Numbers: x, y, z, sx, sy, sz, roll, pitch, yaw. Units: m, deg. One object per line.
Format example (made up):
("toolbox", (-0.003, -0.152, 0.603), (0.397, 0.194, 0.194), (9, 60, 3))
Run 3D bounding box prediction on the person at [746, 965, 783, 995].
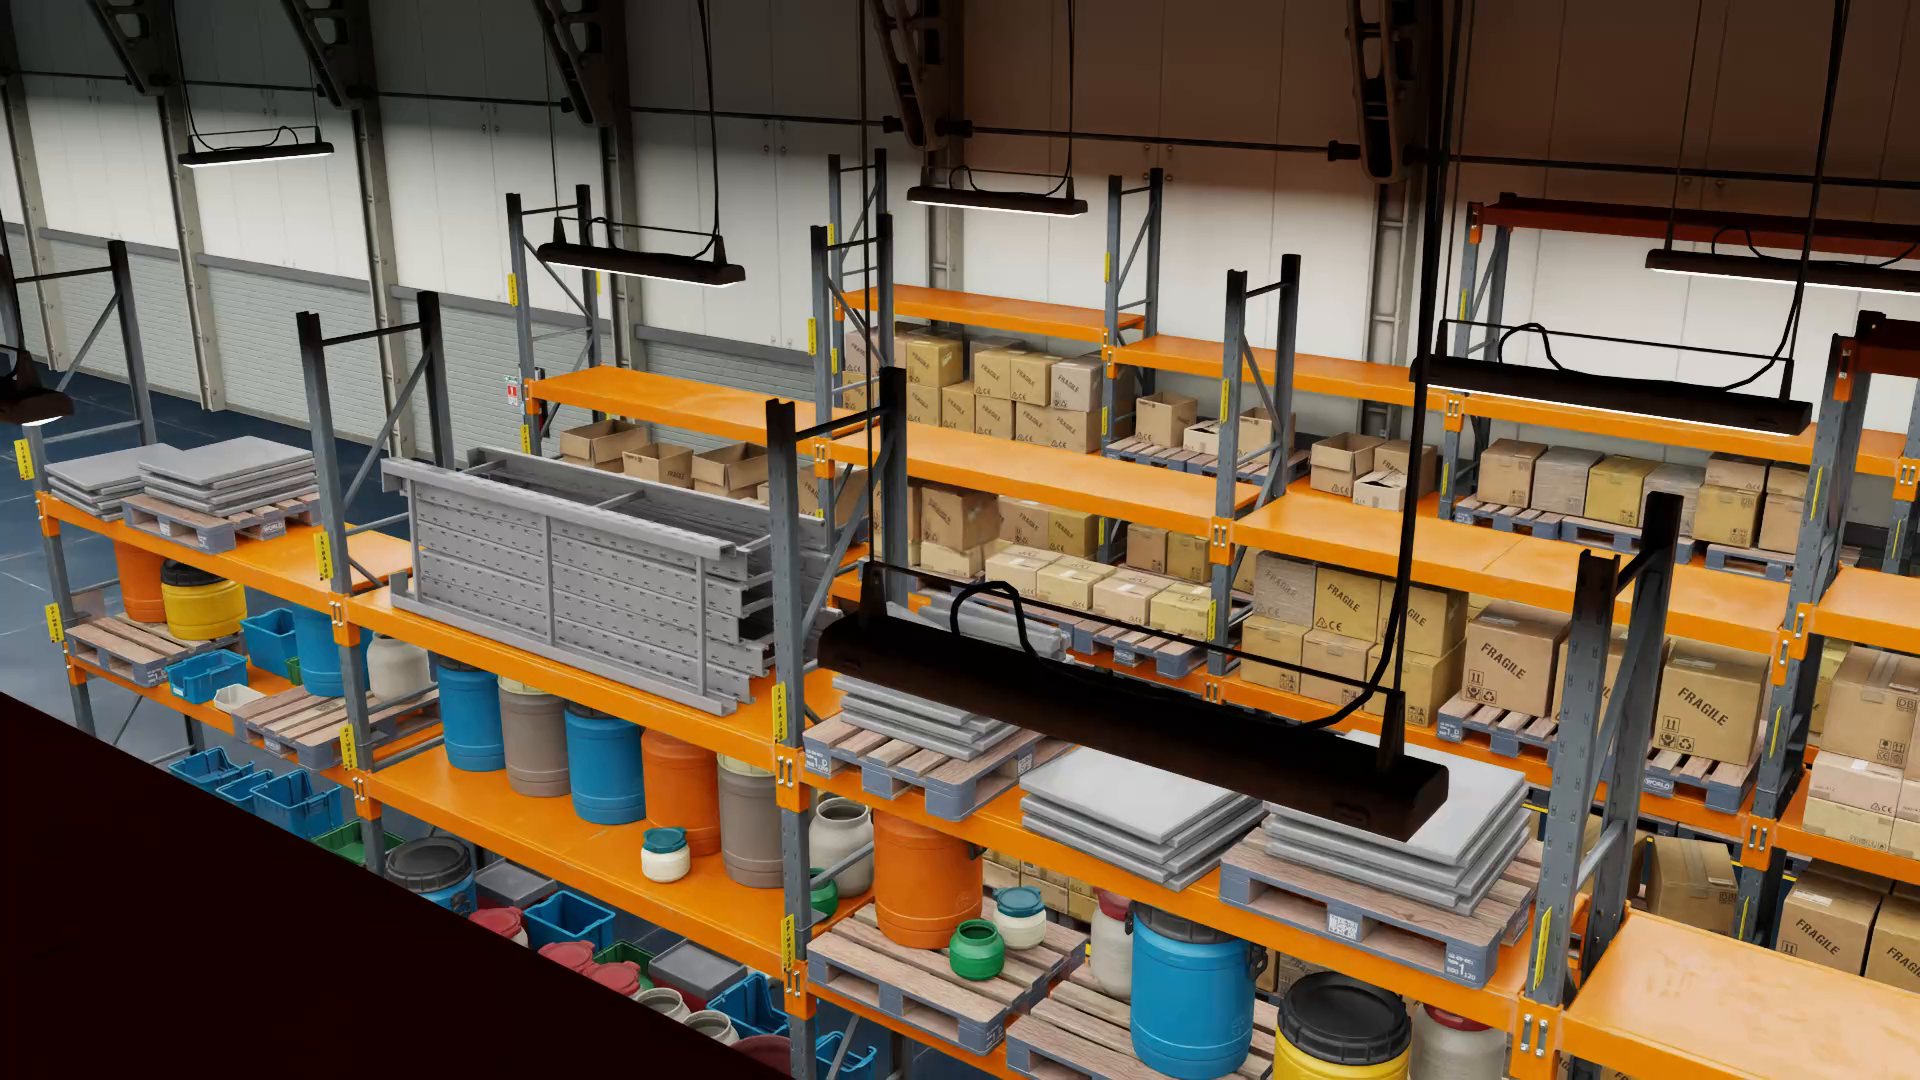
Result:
("person", (-1.574, 3.236, 12.670), (1.004, 1.719, 0.554), (18, 25, 42))
